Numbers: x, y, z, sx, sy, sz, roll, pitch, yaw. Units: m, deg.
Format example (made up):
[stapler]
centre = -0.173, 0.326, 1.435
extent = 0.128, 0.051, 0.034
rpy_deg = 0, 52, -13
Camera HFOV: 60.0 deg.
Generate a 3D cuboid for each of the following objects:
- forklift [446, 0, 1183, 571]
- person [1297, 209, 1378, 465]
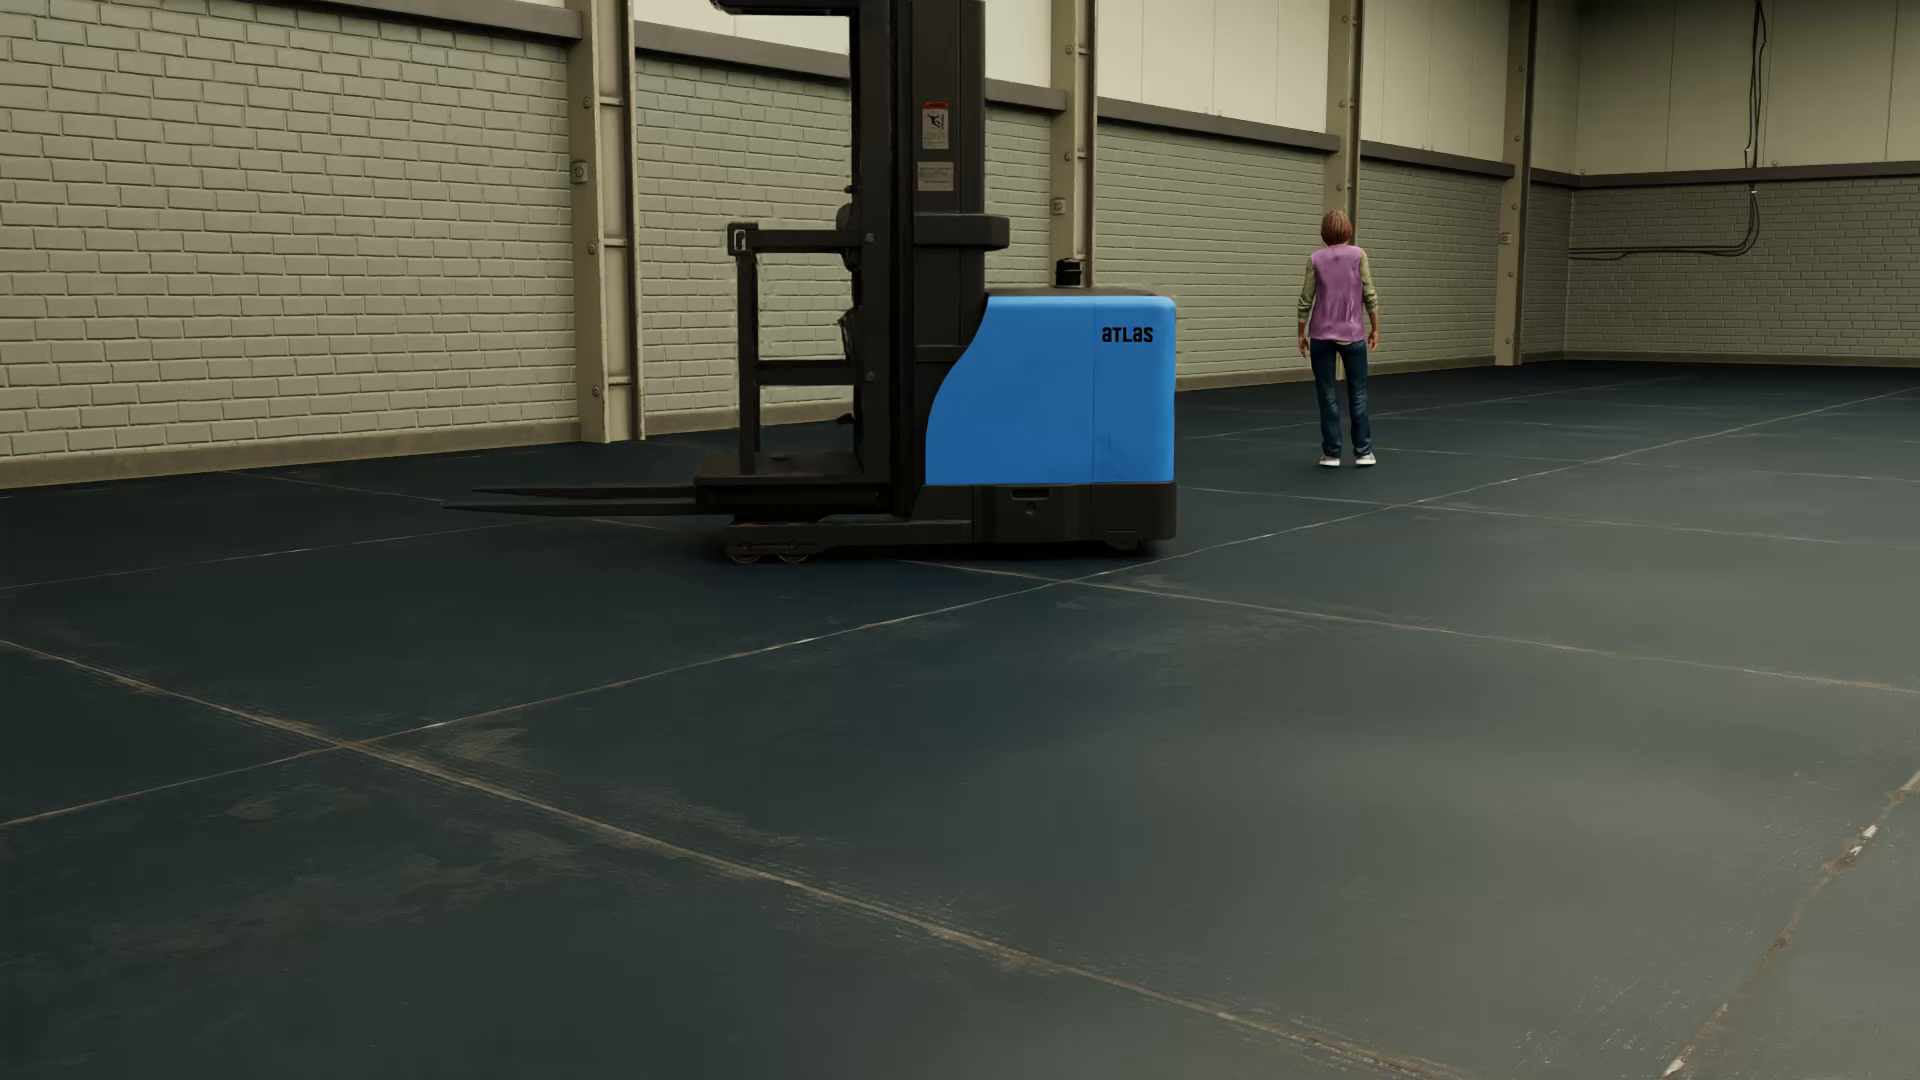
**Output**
[forklift]
centre = -0.615, -1.415, 6.949
extent = 3.031, 2.935, 1.130
rpy_deg = -3, 9, -18
[person]
centre = 2.381, -1.261, 10.461
extent = 0.520, 1.597, 0.474
rpy_deg = 2, 9, 12
